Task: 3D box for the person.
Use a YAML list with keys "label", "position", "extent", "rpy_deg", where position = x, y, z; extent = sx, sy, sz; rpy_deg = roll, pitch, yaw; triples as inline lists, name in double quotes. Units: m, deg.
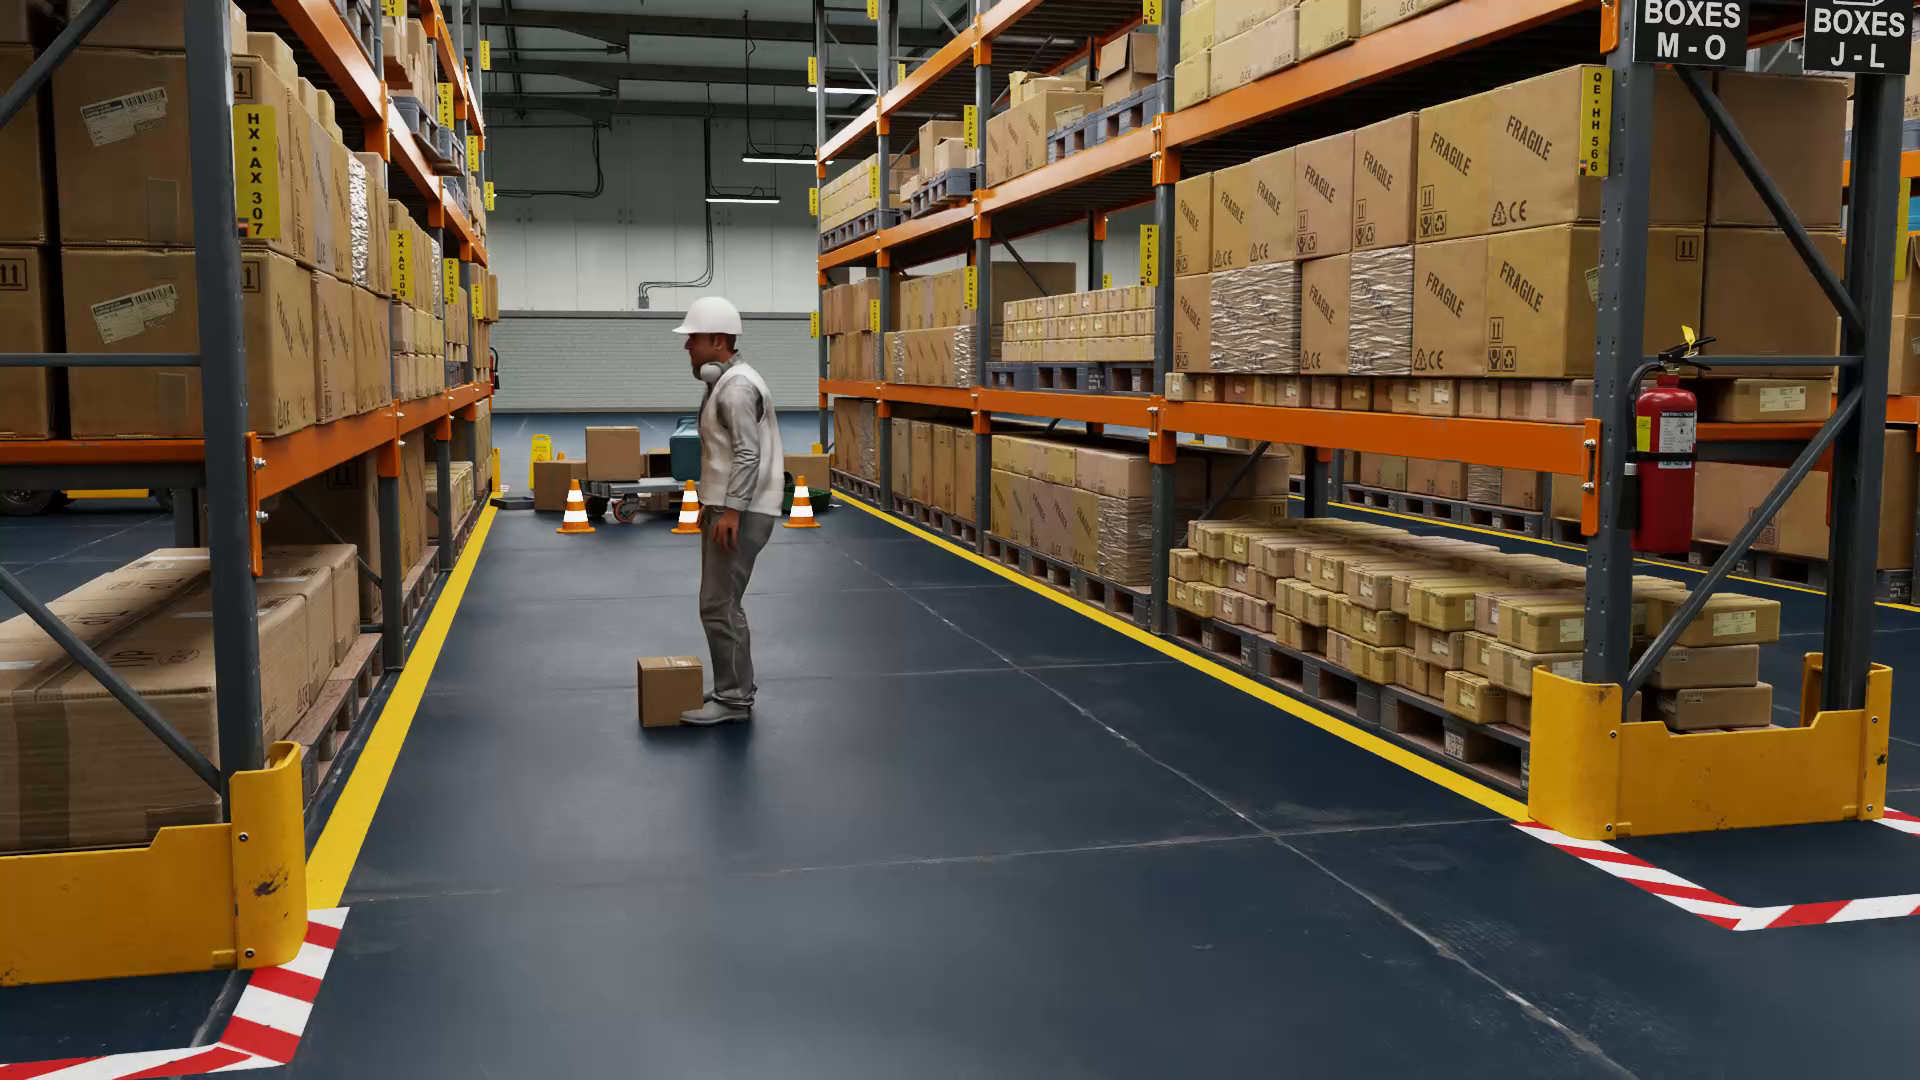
- label: "person"
  position: [-0.977, -0.126, 6.997]
  extent: [0.464, 1.773, 0.591]
  rpy_deg: [-2, 6, -16]
